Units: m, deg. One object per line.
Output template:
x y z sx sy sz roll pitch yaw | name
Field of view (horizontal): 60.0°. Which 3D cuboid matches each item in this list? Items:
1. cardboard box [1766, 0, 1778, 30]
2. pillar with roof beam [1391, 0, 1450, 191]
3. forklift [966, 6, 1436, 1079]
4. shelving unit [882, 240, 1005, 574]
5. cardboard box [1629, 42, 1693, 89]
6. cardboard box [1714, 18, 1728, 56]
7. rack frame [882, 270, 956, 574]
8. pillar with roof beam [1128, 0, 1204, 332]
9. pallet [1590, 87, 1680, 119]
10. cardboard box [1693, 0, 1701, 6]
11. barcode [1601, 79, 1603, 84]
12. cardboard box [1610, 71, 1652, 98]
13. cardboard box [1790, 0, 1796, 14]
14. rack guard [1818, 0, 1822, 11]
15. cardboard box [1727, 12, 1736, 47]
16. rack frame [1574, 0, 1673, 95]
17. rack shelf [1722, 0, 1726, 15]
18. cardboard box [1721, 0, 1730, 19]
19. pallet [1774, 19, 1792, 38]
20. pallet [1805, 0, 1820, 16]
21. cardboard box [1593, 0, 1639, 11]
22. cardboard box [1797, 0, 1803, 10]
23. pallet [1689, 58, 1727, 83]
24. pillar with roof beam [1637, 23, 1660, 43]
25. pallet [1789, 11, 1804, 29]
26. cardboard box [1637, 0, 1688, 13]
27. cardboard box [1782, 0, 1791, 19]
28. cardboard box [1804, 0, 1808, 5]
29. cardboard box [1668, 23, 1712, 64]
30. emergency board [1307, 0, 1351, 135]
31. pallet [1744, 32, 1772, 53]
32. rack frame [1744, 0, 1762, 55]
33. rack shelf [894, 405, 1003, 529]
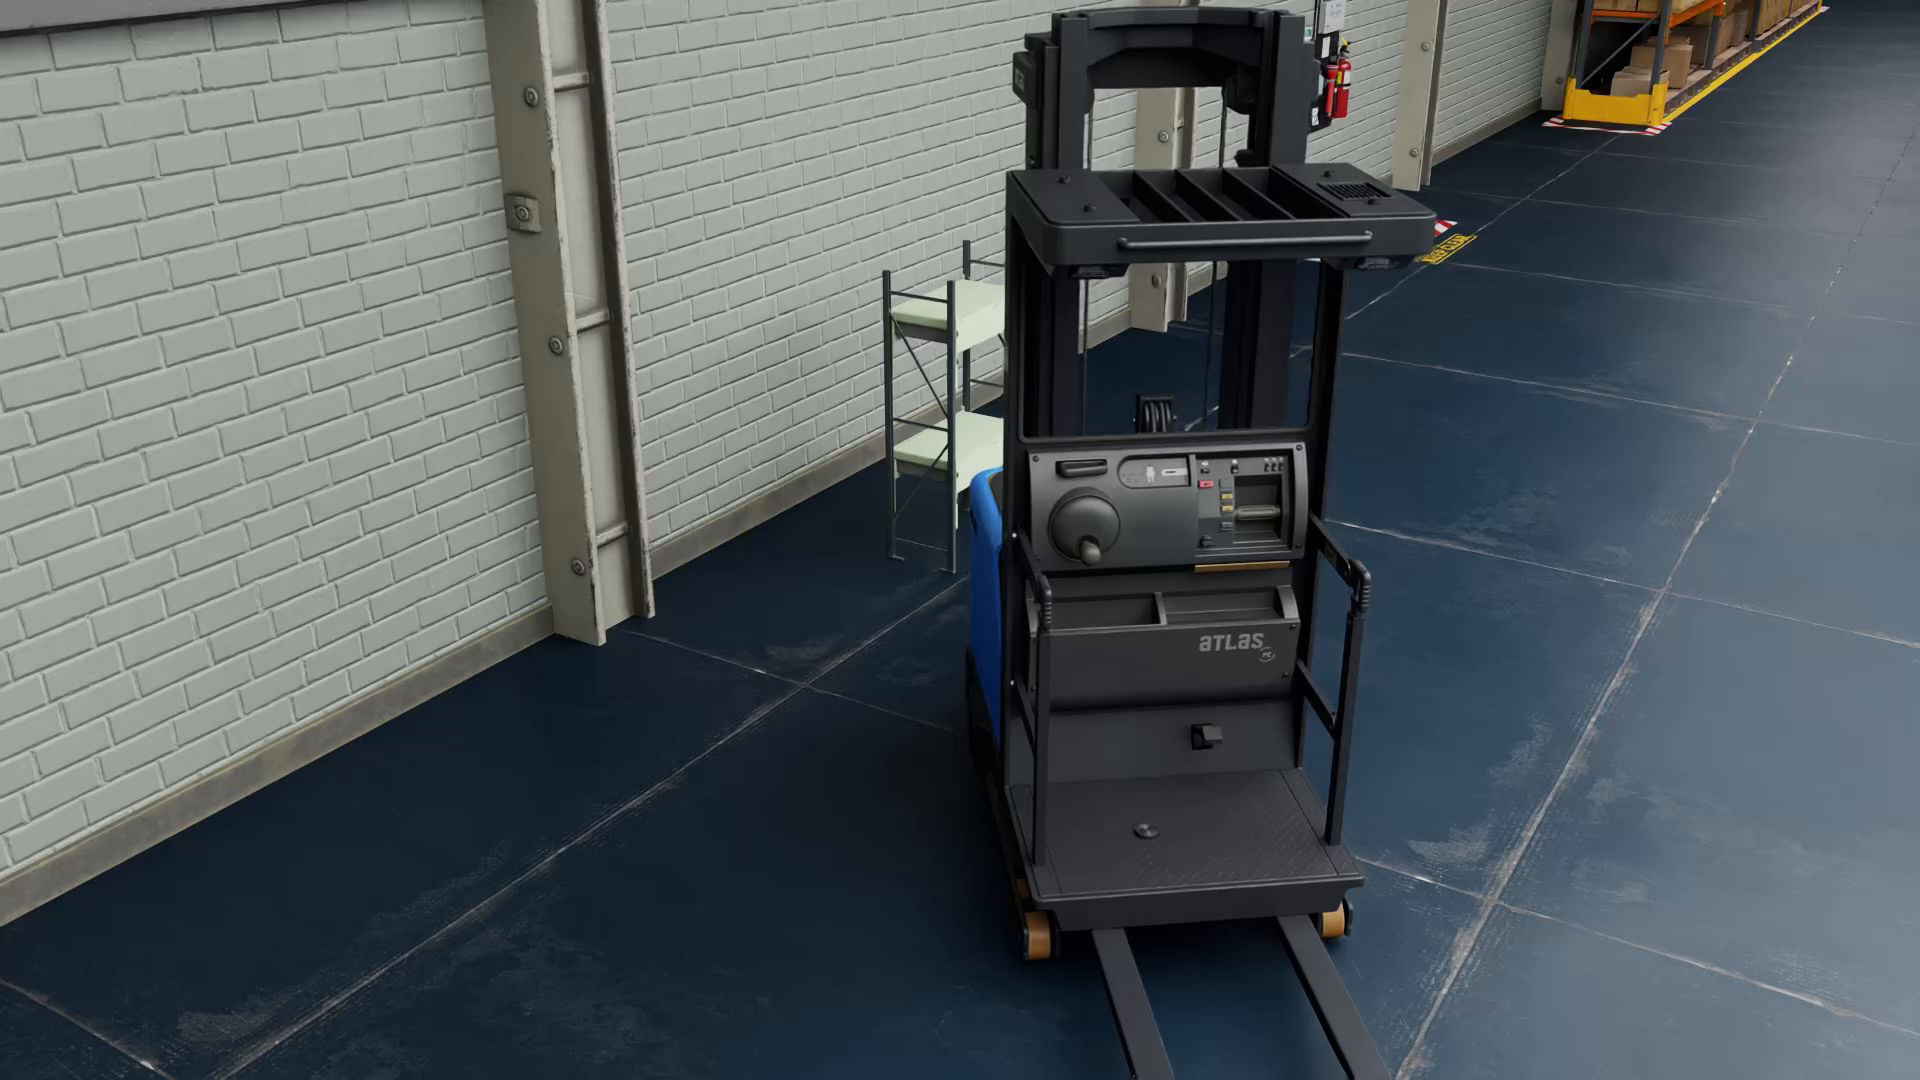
13.364 -9.067 28.096 0.750 0.750 0.750 14 27 29 | cardboard box
8.304 -6.889 13.336 9.100 9.000 0.400 14 27 29 | pillar with roof beam
0.714 -0.094 5.278 1.130 2.935 3.031 -3 24 -6 | forklift
-0.004 -0.686 8.447 0.431 1.500 0.755 14 27 29 | shelving unit
9.349 -6.344 22.222 0.700 0.500 0.500 12 26 26 | cardboard box
11.195 -7.651 25.240 0.700 0.500 0.500 14 27 30 | cardboard box
-0.197 -0.562 8.161 0.400 1.500 0.023 14 27 29 | rack frame
5.139 -4.864 8.658 9.100 9.000 0.400 14 27 29 | pillar with roof beam
8.676 -5.658 21.555 1.003 0.211 1.213 14 27 29 | pallet
9.240 -7.033 21.384 0.500 0.250 0.500 13 27 28 | cardboard box
8.288 -5.922 21.474 0.001 0.075 0.075 14 27 29 | barcode
8.618 -5.828 21.268 0.500 0.311 0.500 11 26 23 | cardboard box
14.989 -9.972 30.627 0.700 0.500 0.500 14 27 30 | cardboard box
16.630 -10.907 33.315 1.175 0.500 0.348 14 27 29 | rack guard
11.691 -7.997 26.040 0.700 0.500 0.500 14 27 29 | cardboard box
8.177 -6.645 20.325 1.000 3.000 0.127 14 27 29 | rack frame
11.342 -8.340 25.146 1.077 0.370 4.000 14 27 29 | rack shelf
11.441 -8.137 25.418 0.500 0.250 0.500 14 27 29 | cardboard box
14.164 -9.140 29.597 1.003 0.211 1.213 14 27 29 | pallet
16.262 -10.480 32.692 1.003 0.211 1.213 14 27 29 | pallet
8.259 -6.784 20.809 0.500 0.250 0.500 14 27 30 | cardboard box
15.529 -10.314 31.417 0.700 0.500 0.500 15 27 30 | cardboard box
10.696 -6.979 24.605 1.003 0.211 1.213 14 27 29 | pallet
14.634 -10.939 22.692 9.100 9.000 0.400 14 27 29 | pillar with roof beam
14.975 -9.656 30.790 1.003 0.211 1.213 14 27 29 | pallet
8.704 -6.684 20.578 0.500 0.250 0.500 13 27 27 | cardboard box
14.275 -9.655 29.455 0.750 0.750 0.750 14 27 30 | cardboard box
16.069 -10.665 32.228 0.700 0.500 0.500 14 27 29 | cardboard box
10.661 -7.302 24.435 0.700 0.500 0.500 15 28 31 | cardboard box
3.311 -4.212 14.704 0.194 1.169 0.643 14 27 29 | emergency board
12.877 -8.316 27.694 1.003 0.211 1.213 14 27 29 | pallet
12.397 -9.346 26.562 1.000 3.000 0.127 14 27 29 | rack frame
-0.004 -0.387 8.576 0.431 0.370 0.720 14 27 29 | rack shelf
